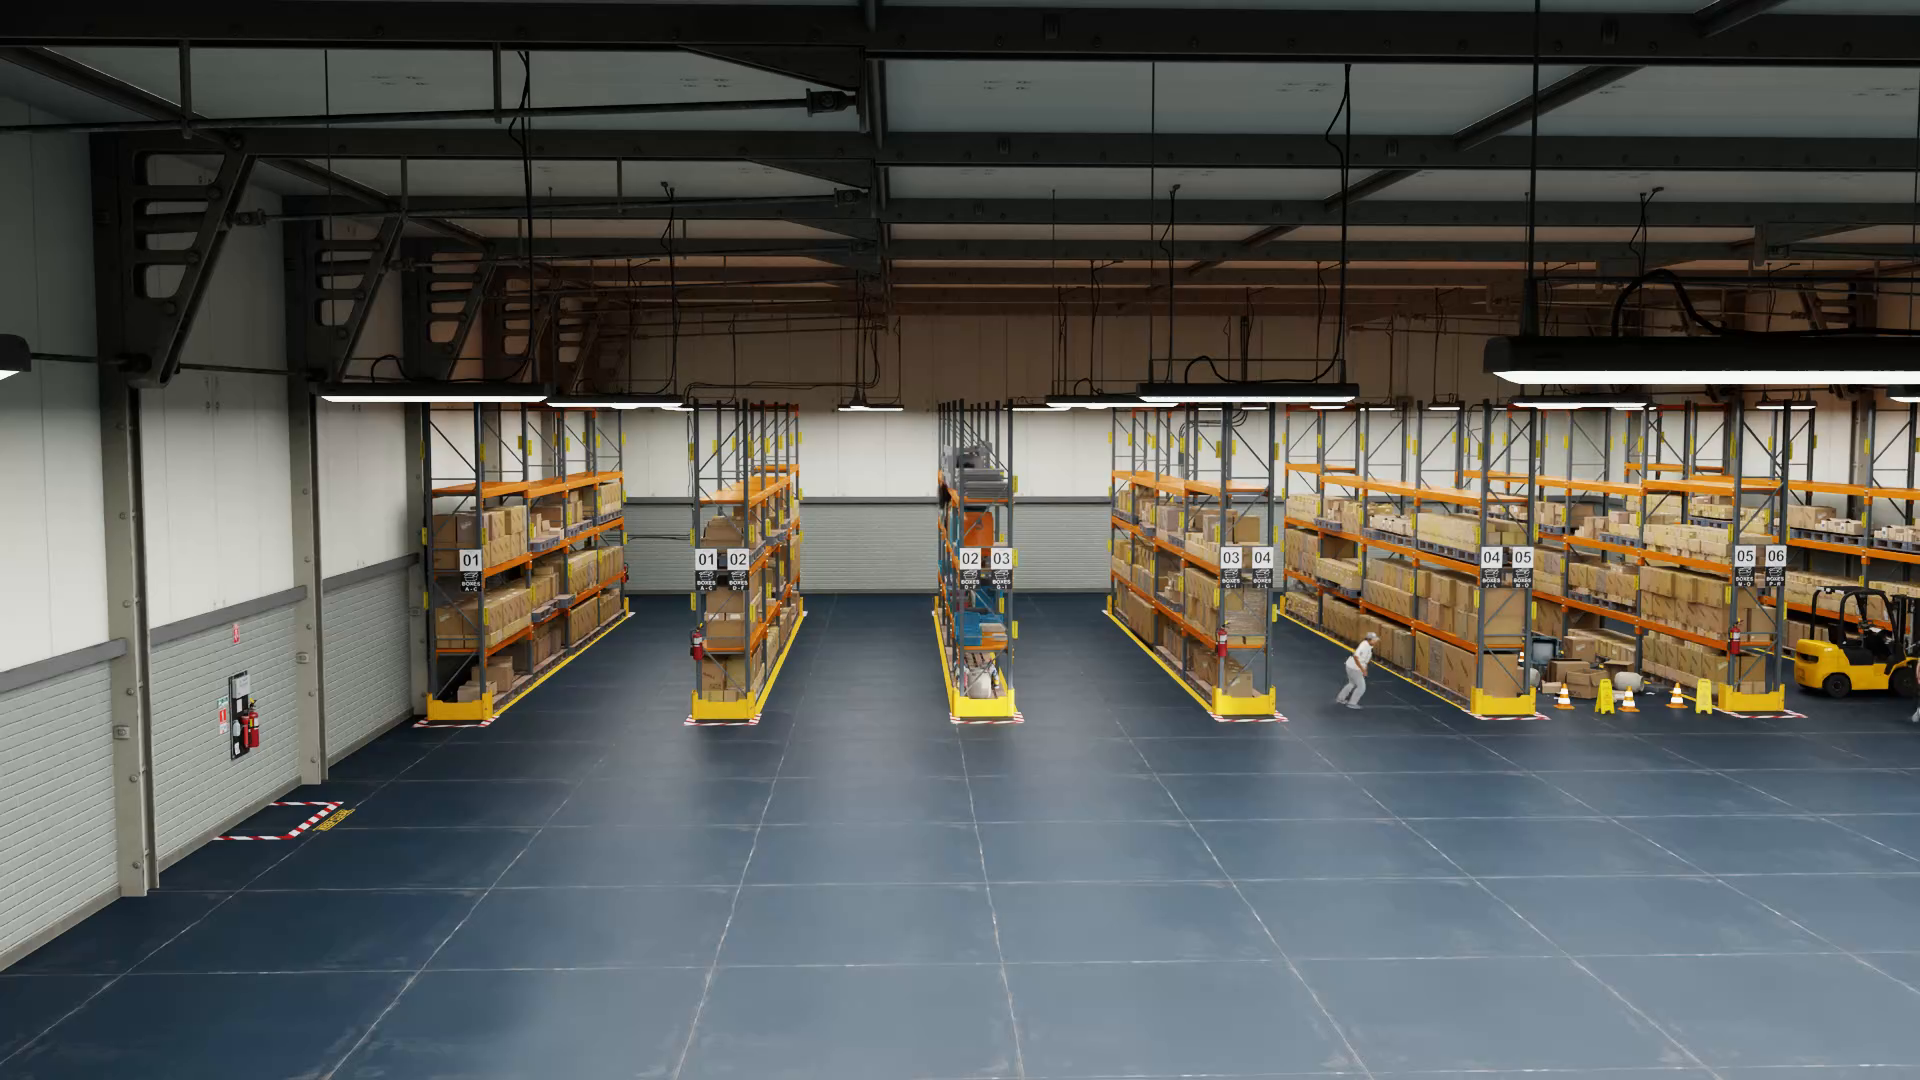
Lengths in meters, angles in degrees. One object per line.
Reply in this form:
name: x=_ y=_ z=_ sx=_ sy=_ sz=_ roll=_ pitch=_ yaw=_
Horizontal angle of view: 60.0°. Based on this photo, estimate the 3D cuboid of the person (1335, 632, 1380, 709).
person: x=7.733 y=2.521 z=32.363 sx=0.888 sy=1.529 sz=0.659 roll=2 pitch=5 yaw=22

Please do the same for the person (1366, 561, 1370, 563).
person: x=11.485 y=1.382 z=46.765 sx=0.526 sy=1.578 sz=0.880 roll=-1 pitch=4 yaw=-11

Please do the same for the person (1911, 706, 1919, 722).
person: x=17.937 y=2.563 z=30.391 sx=0.789 sy=1.692 sz=0.685 roll=0 pitch=4 yaw=3

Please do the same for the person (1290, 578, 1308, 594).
person: x=10.006 y=1.095 z=48.919 sx=0.947 sy=1.795 sz=0.676 roll=-1 pitch=5 yaw=-17
